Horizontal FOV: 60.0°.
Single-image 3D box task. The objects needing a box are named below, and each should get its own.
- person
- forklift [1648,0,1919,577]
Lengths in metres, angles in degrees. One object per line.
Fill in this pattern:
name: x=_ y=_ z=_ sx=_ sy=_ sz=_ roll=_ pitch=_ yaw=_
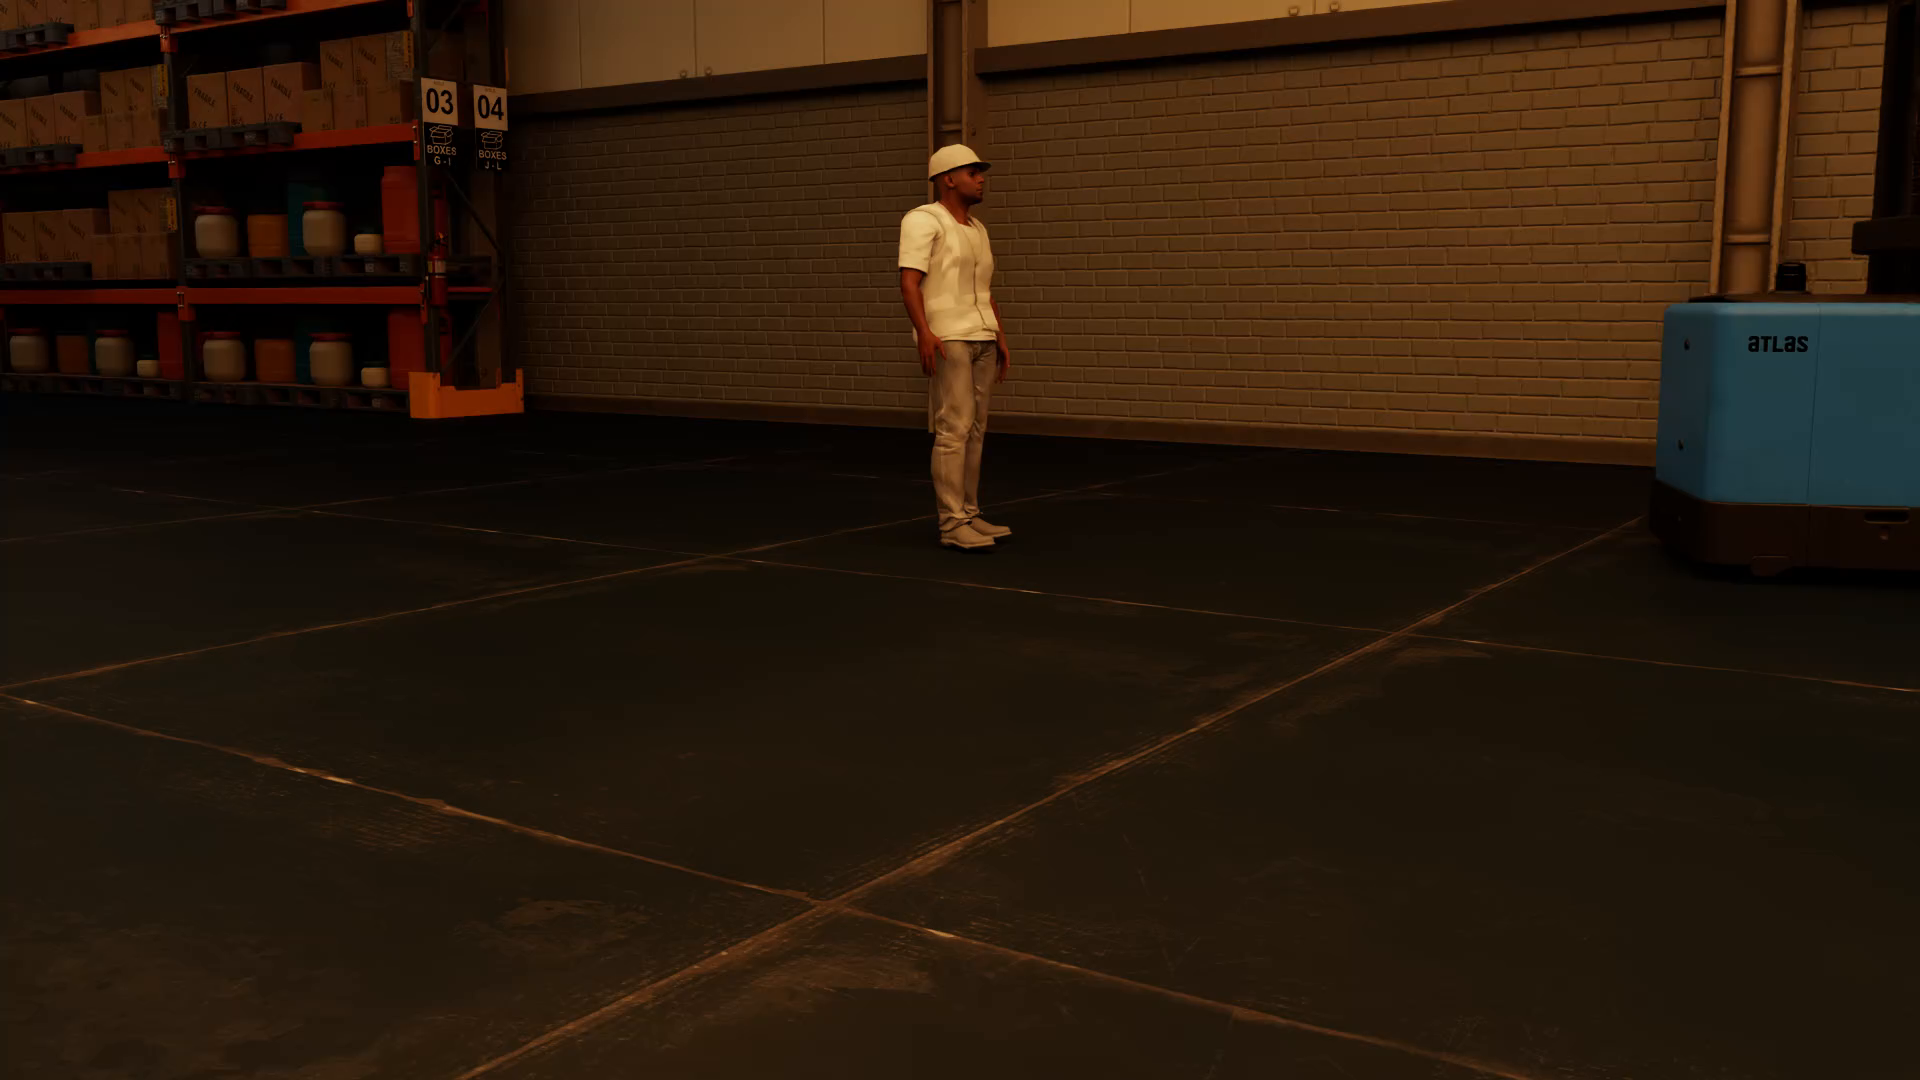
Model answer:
person: x=0.055 y=-0.876 z=7.435 sx=0.575 sy=1.768 sz=0.665 roll=5 pitch=10 yaw=34
forklift: x=4.450 y=-1.318 z=6.460 sx=3.031 sy=2.935 sz=1.130 roll=2 pitch=8 yaw=11
